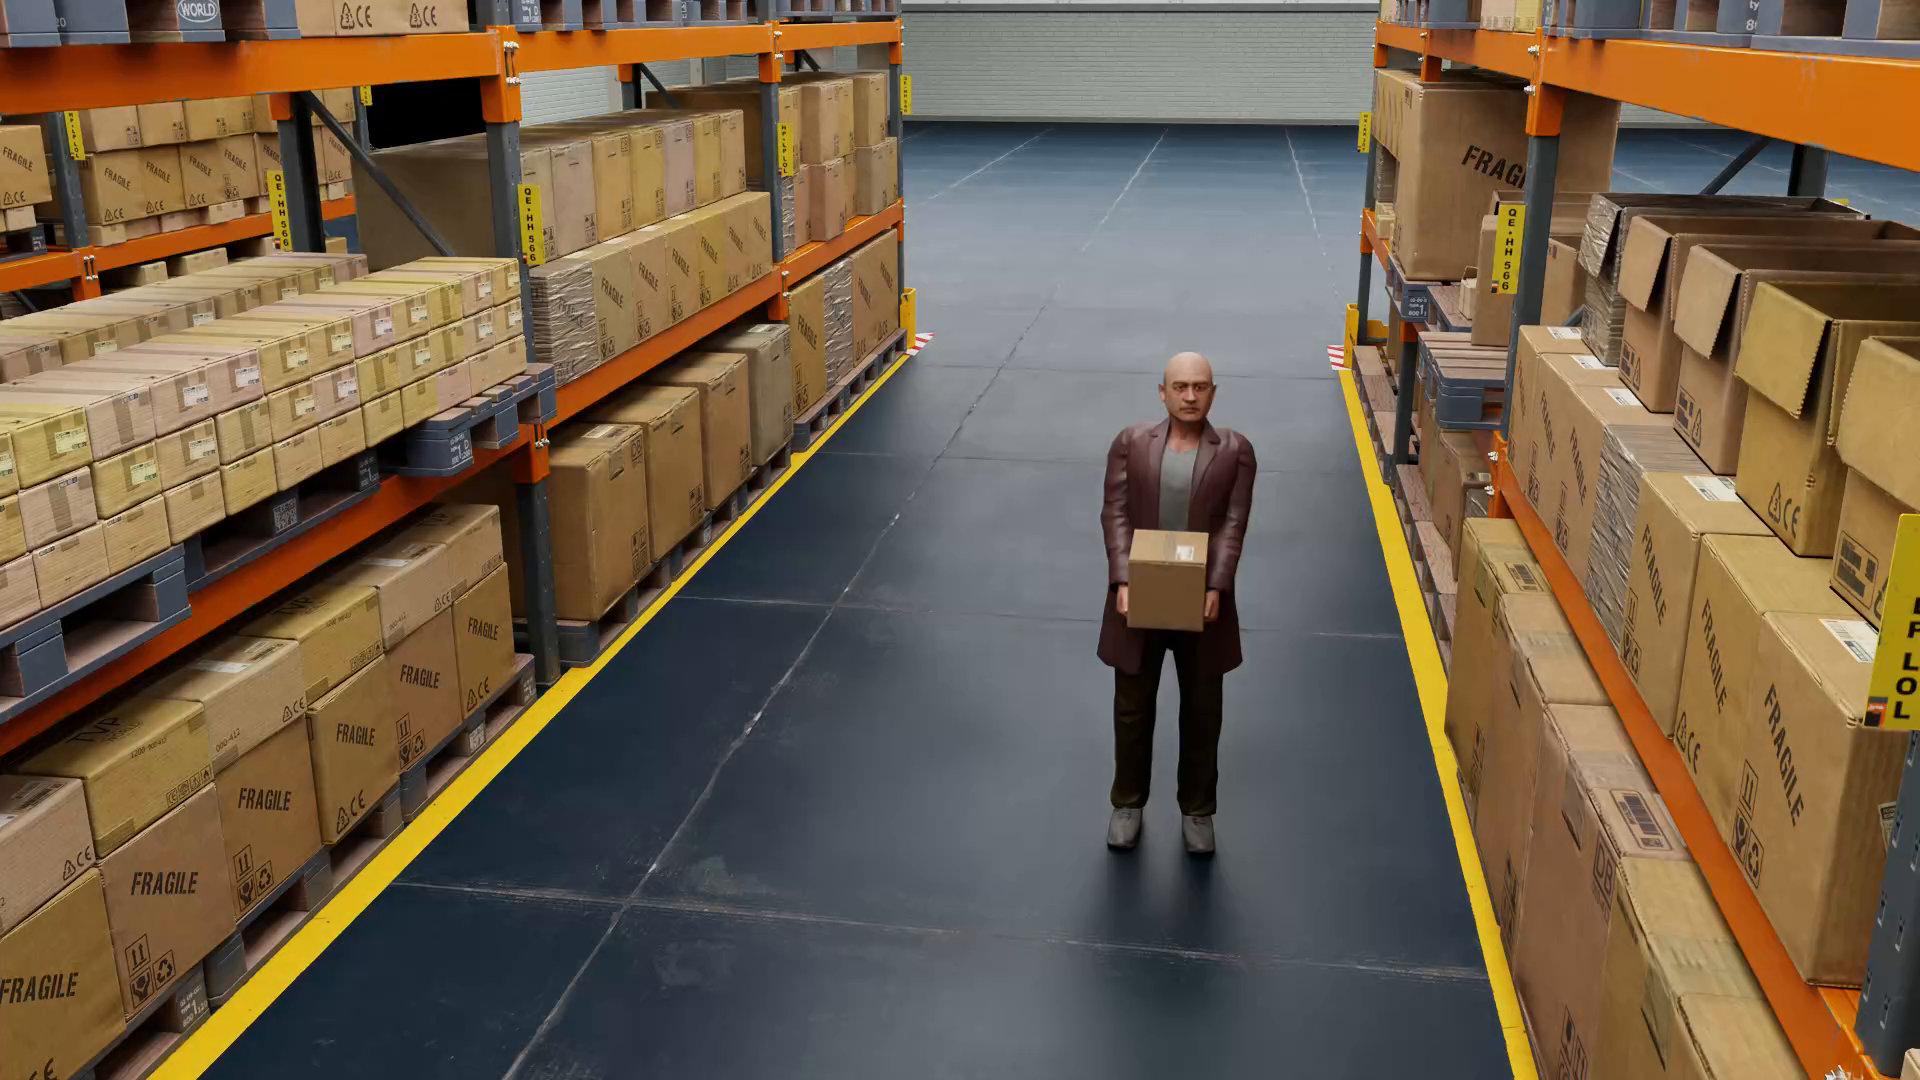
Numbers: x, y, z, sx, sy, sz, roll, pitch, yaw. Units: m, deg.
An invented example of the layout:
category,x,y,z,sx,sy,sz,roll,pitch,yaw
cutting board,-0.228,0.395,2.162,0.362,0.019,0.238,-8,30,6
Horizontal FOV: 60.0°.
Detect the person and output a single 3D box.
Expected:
category,x,y,z,sx,sy,sz,roll,pitch,yaw
person,0.738,0.255,5.784,0.529,1.770,0.563,3,18,10
